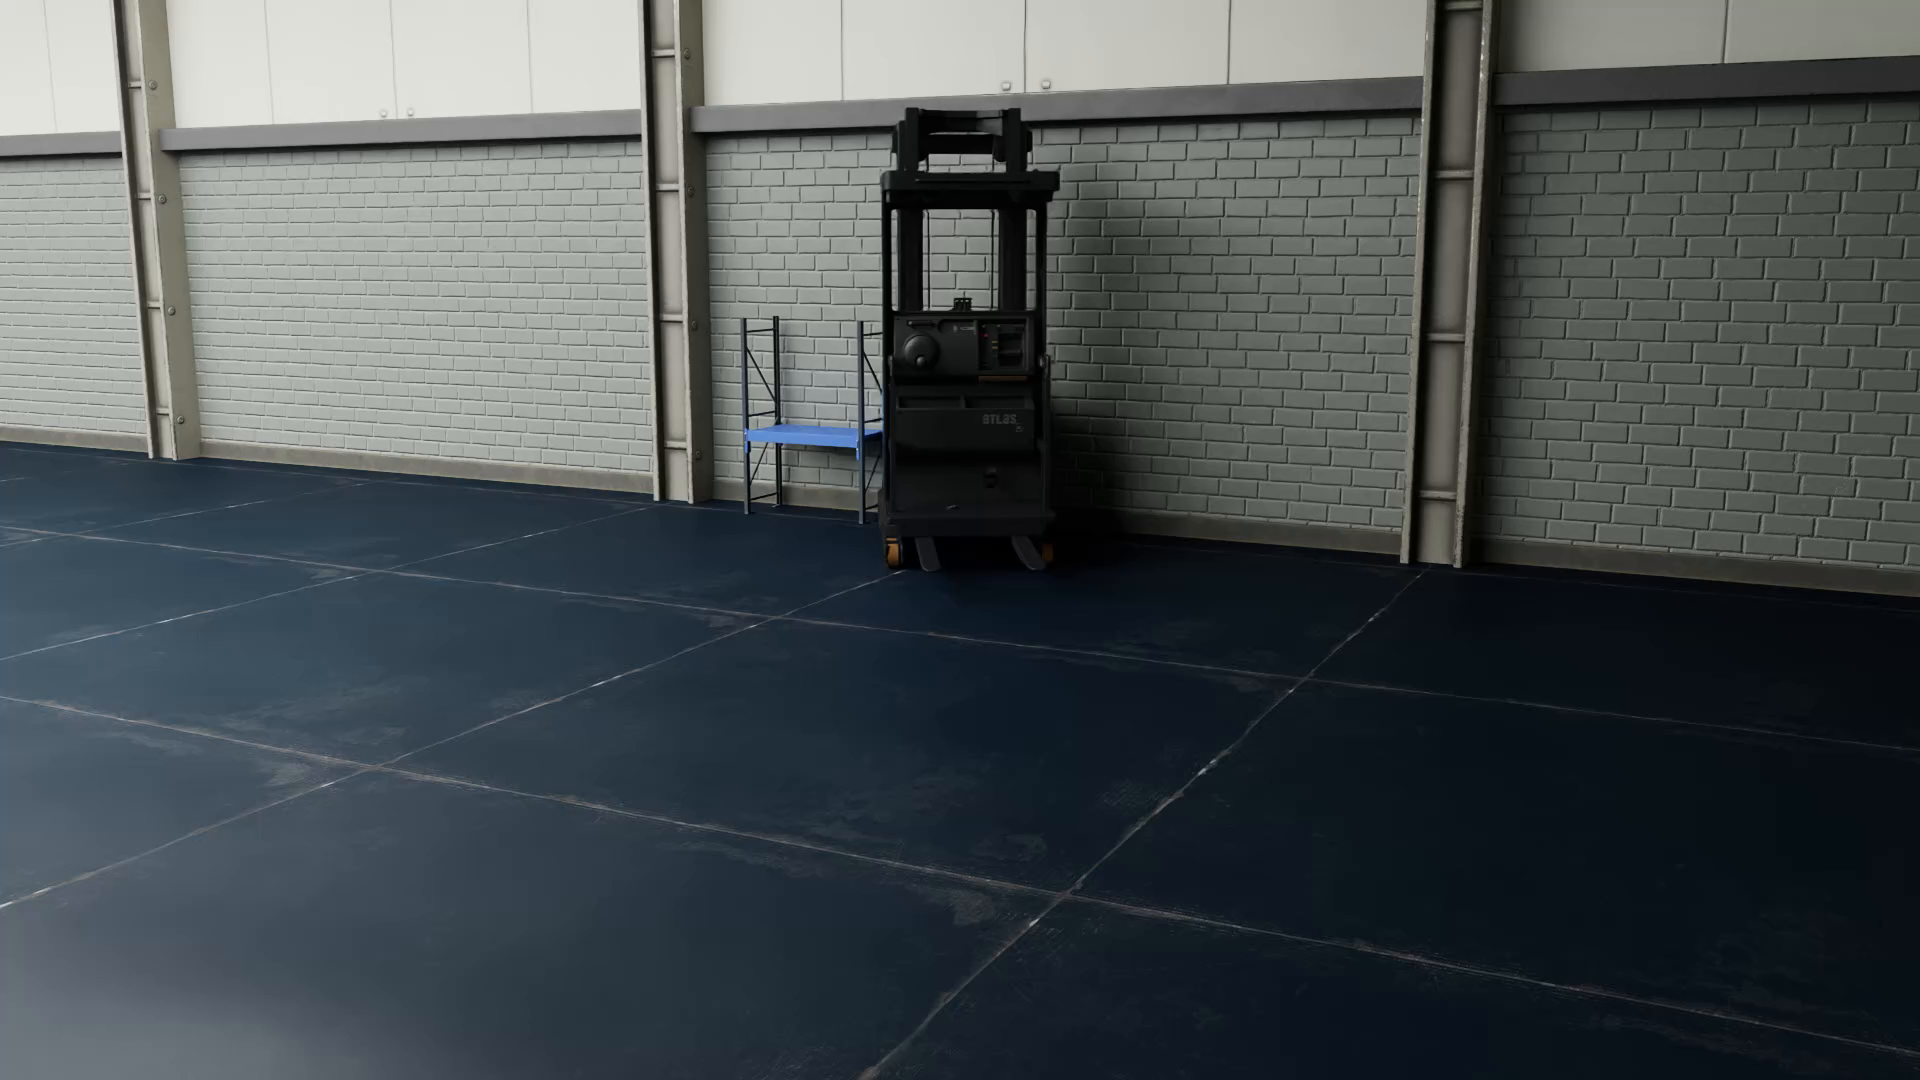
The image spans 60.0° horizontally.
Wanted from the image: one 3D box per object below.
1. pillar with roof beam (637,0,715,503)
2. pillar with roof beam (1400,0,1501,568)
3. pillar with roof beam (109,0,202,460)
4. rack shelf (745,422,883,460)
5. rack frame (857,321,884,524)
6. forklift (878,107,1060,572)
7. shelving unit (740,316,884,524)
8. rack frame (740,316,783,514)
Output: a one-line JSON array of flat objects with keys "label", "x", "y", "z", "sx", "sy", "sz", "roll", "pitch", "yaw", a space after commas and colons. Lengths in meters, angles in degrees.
[{"label": "pillar with roof beam", "x": -4.153, "y": -4.074, "z": 8.971, "sx": 0.400, "sy": 9.000, "sz": 9.100, "roll": 5, "pitch": 11, "yaw": 26}, {"label": "pillar with roof beam", "x": 1.228, "y": -3.601, "z": 6.359, "sx": 0.400, "sy": 9.000, "sz": 9.100, "roll": 5, "pitch": 11, "yaw": 26}, {"label": "pillar with roof beam", "x": -9.534, "y": -4.547, "z": 11.583, "sx": 0.400, "sy": 9.000, "sz": 9.100, "roll": 5, "pitch": 11, "yaw": 26}, {"label": "rack shelf", "x": -1.083, "y": -0.760, "z": 12.726, "sx": 1.000, "sy": 0.185, "sz": 0.538, "roll": 5, "pitch": 11, "yaw": 26}, {"label": "rack frame", "x": -0.627, "y": -0.897, "z": 12.473, "sx": 0.032, "sy": 1.500, "sz": 0.500, "roll": 5, "pitch": 11, "yaw": 26}, {"label": "forklift", "x": 0.046, "y": -1.320, "z": 10.792, "sx": 1.130, "sy": 2.935, "sz": 3.031, "roll": -1, "pitch": 10, "yaw": -4}, {"label": "shelving unit", "x": -1.083, "y": -0.937, "z": 12.694, "sx": 1.048, "sy": 1.500, "sz": 0.538, "roll": 5, "pitch": 11, "yaw": 26}, {"label": "rack frame", "x": -1.539, "y": -0.977, "z": 12.915, "sx": 0.032, "sy": 1.500, "sz": 0.500, "roll": 5, "pitch": 11, "yaw": 26}]
